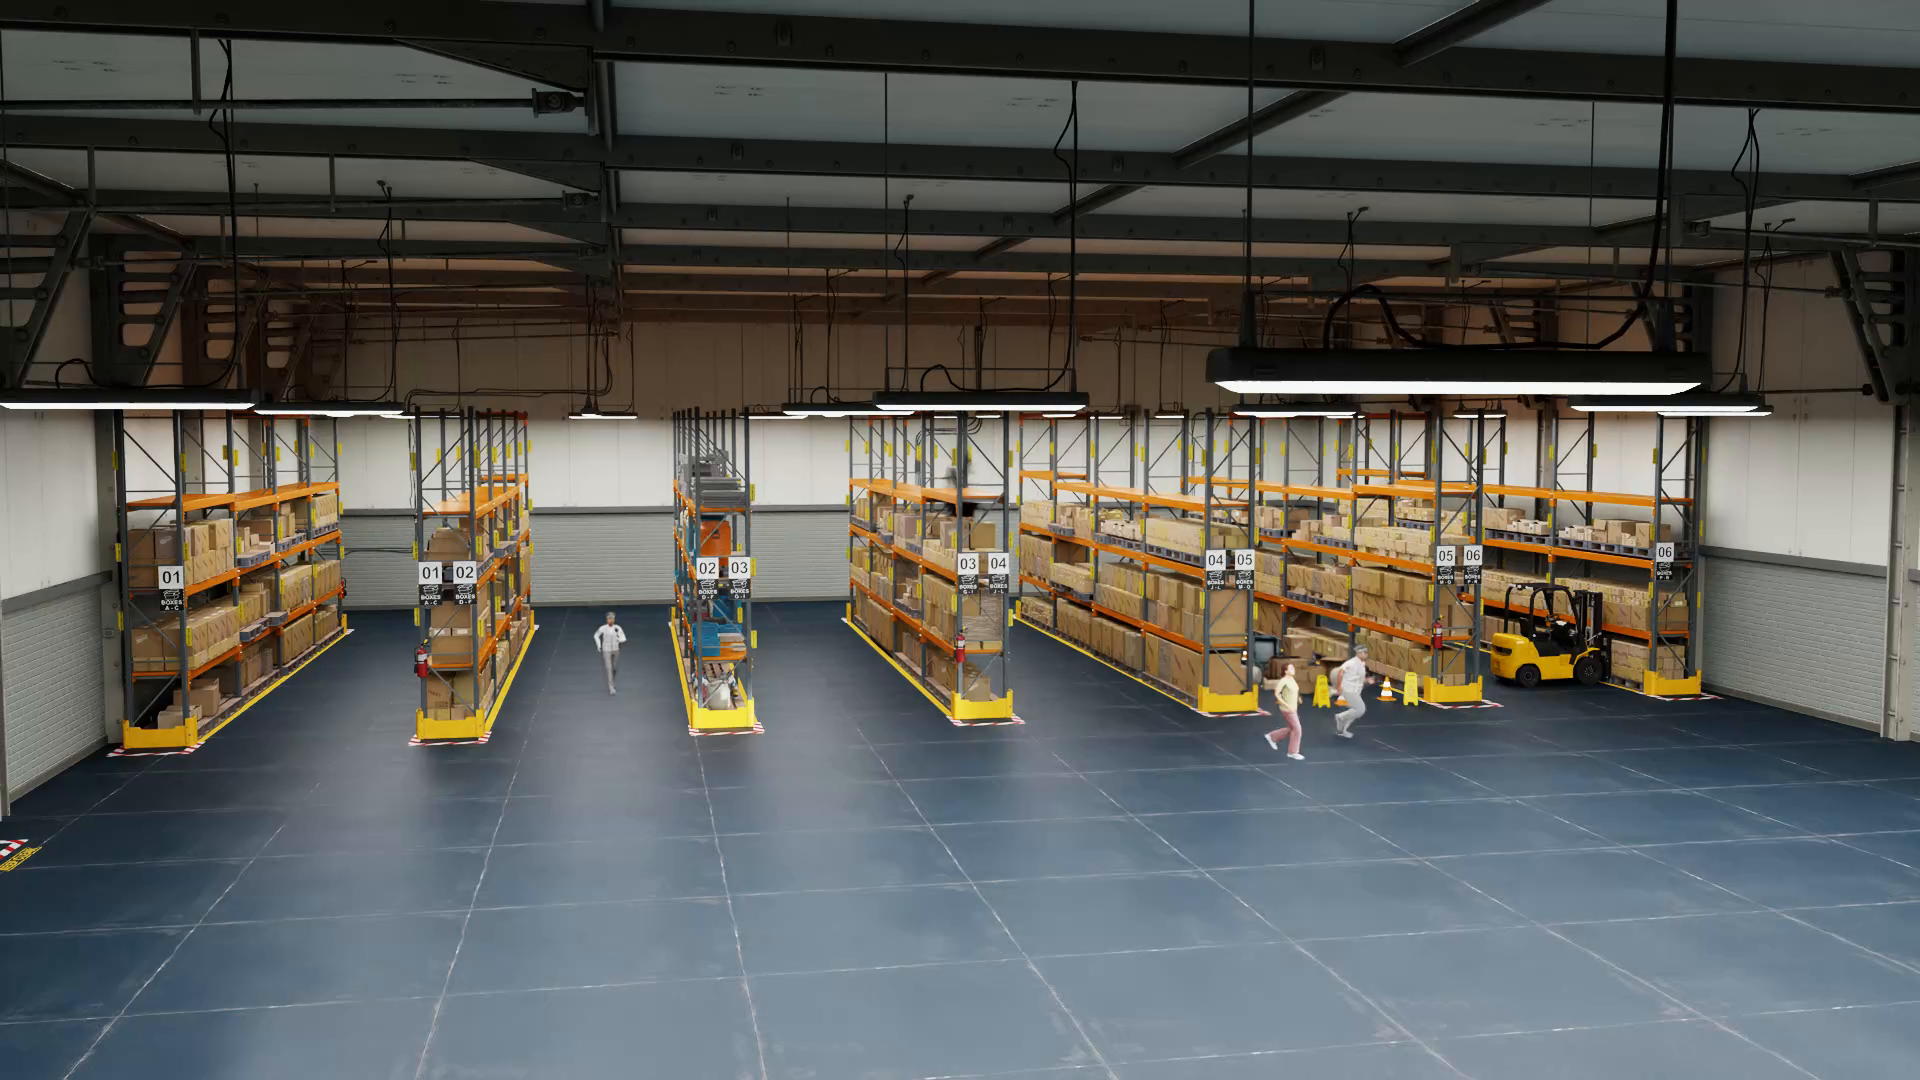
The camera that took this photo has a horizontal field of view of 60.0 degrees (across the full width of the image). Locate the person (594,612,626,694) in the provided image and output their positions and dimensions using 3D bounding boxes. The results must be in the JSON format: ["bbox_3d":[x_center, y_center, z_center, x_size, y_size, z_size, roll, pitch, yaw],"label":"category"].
[{"bbox_3d":[-7.378,2.356,35.157,0.611,1.681,0.921,-2,4,-25],"label":"person"}]

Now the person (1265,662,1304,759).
[{"bbox_3d":[5.554,2.895,28.371,0.687,1.653,0.575,2,5,31],"label":"person"}]

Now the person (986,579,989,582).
[{"bbox_3d":[0.948,1.606,46.037,0.618,1.694,0.900,-1,4,-11],"label":"person"}]

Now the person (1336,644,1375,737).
[{"bbox_3d":[7.164,2.722,30.096,0.677,1.692,0.627,2,4,25],"label":"person"}]
